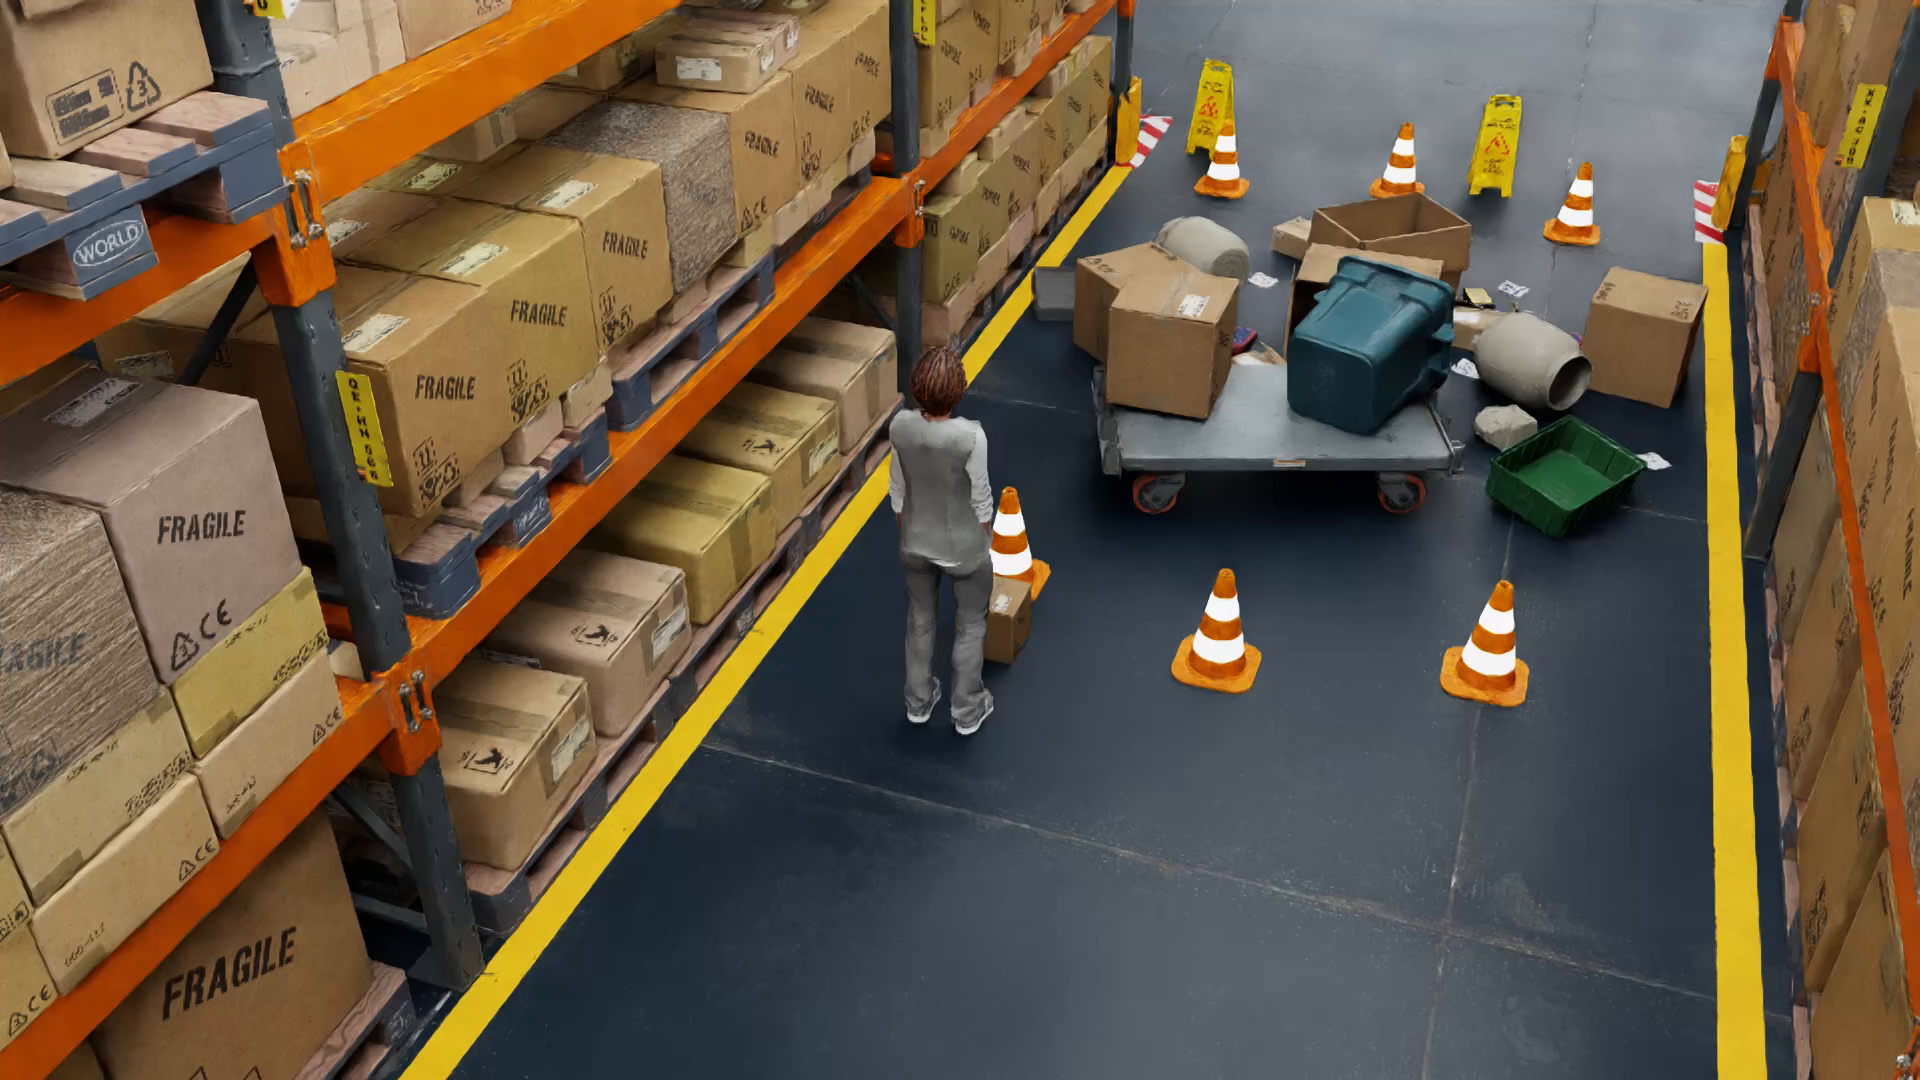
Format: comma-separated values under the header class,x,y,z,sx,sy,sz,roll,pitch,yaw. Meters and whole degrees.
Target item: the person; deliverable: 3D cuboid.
class,x,y,z,sx,sy,sz,roll,pitch,yaw
person,-0.071,0.016,6.137,0.407,1.589,0.299,12,36,17
